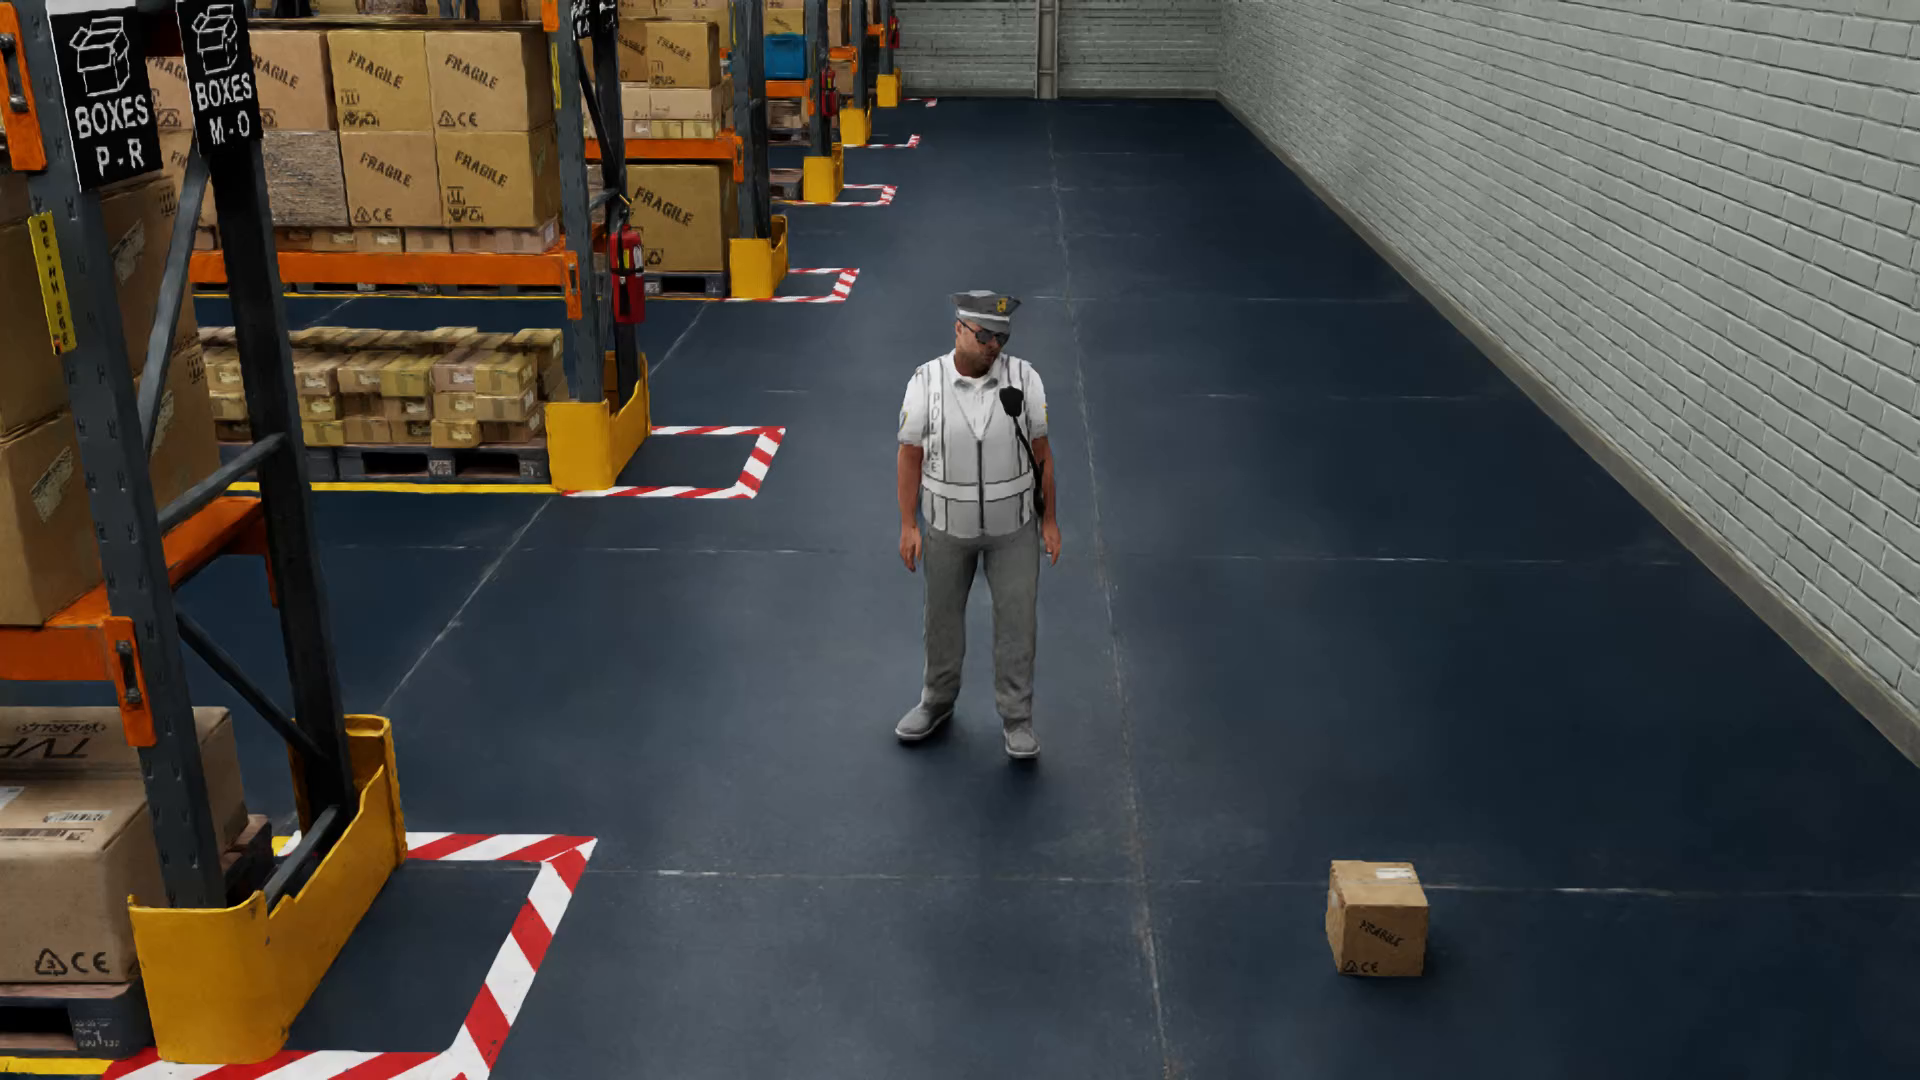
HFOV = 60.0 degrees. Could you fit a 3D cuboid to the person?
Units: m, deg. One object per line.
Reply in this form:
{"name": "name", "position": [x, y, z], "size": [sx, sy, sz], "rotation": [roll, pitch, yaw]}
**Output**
{"name": "person", "position": [0.064, -0.051, 6.133], "size": [0.627, 1.755, 0.515], "rotation": [0, 21, -1]}
